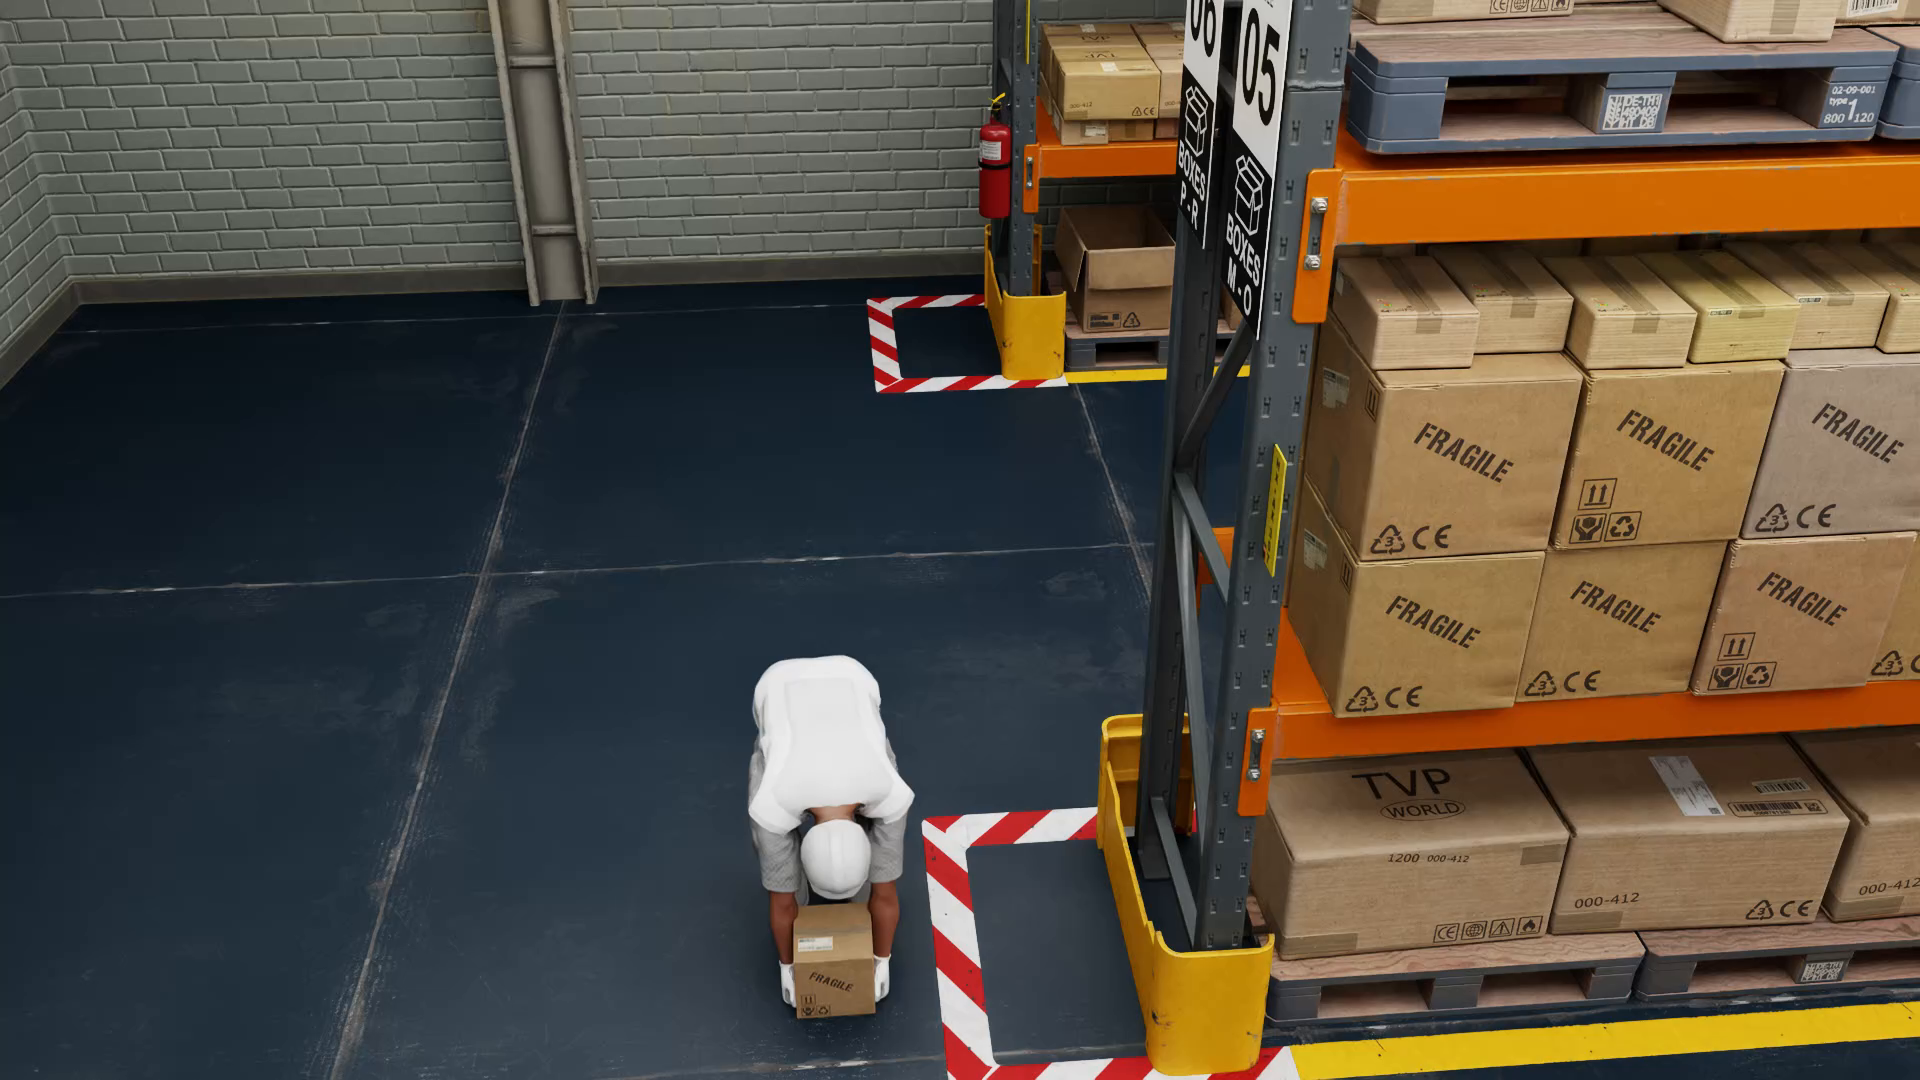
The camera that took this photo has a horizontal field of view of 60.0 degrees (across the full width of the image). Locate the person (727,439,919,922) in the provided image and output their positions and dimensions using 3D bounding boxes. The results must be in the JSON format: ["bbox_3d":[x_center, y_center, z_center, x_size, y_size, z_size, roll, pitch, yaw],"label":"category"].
[{"bbox_3d":[-0.437,0.449,5.371,0.612,1.772,0.451,-4,31,-7],"label":"person"}]
